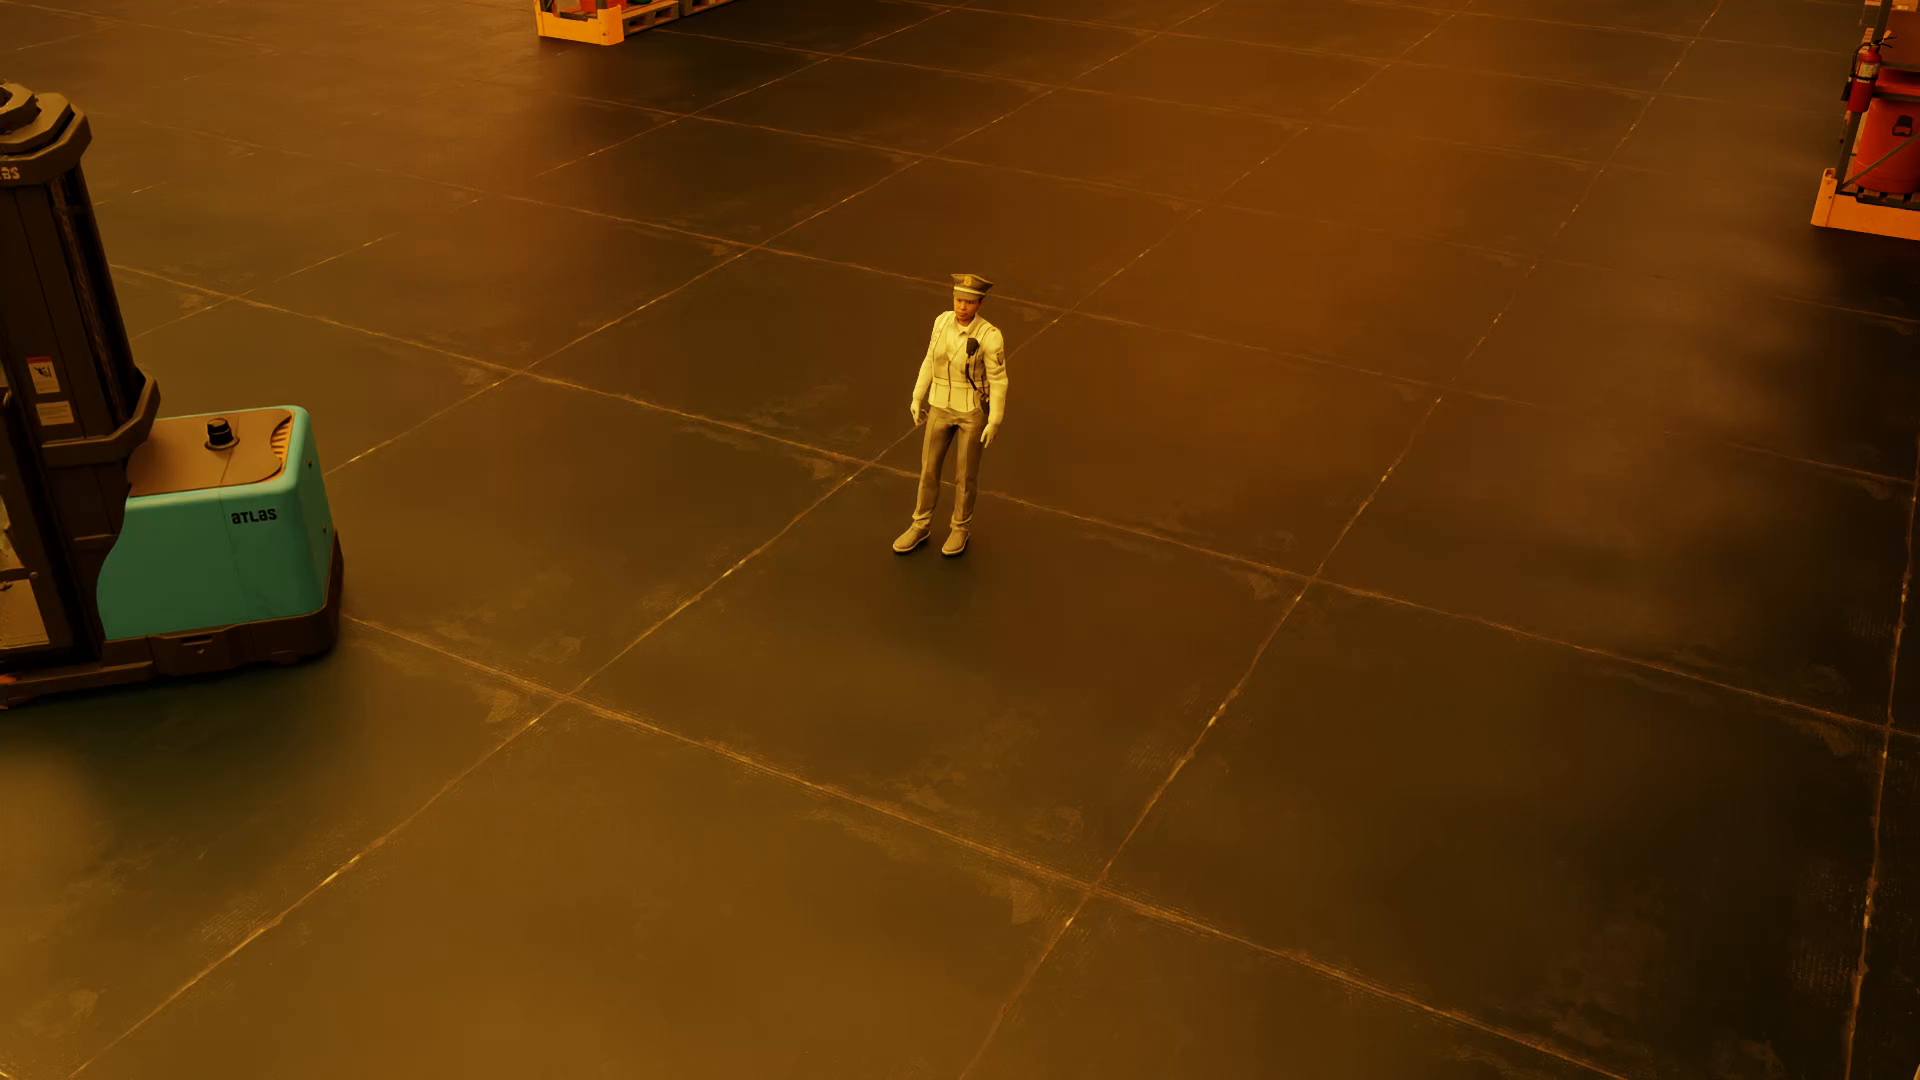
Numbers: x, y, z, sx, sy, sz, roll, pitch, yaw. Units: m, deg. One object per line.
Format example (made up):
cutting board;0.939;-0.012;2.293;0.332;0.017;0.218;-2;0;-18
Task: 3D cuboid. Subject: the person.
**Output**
person;-0.039;-0.712;9.527;0.588;1.695;0.531;15;33;25

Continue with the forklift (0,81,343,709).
forklift;-4.924;-0.674;8.239;3.031;2.935;1.130;-8;31;-13
